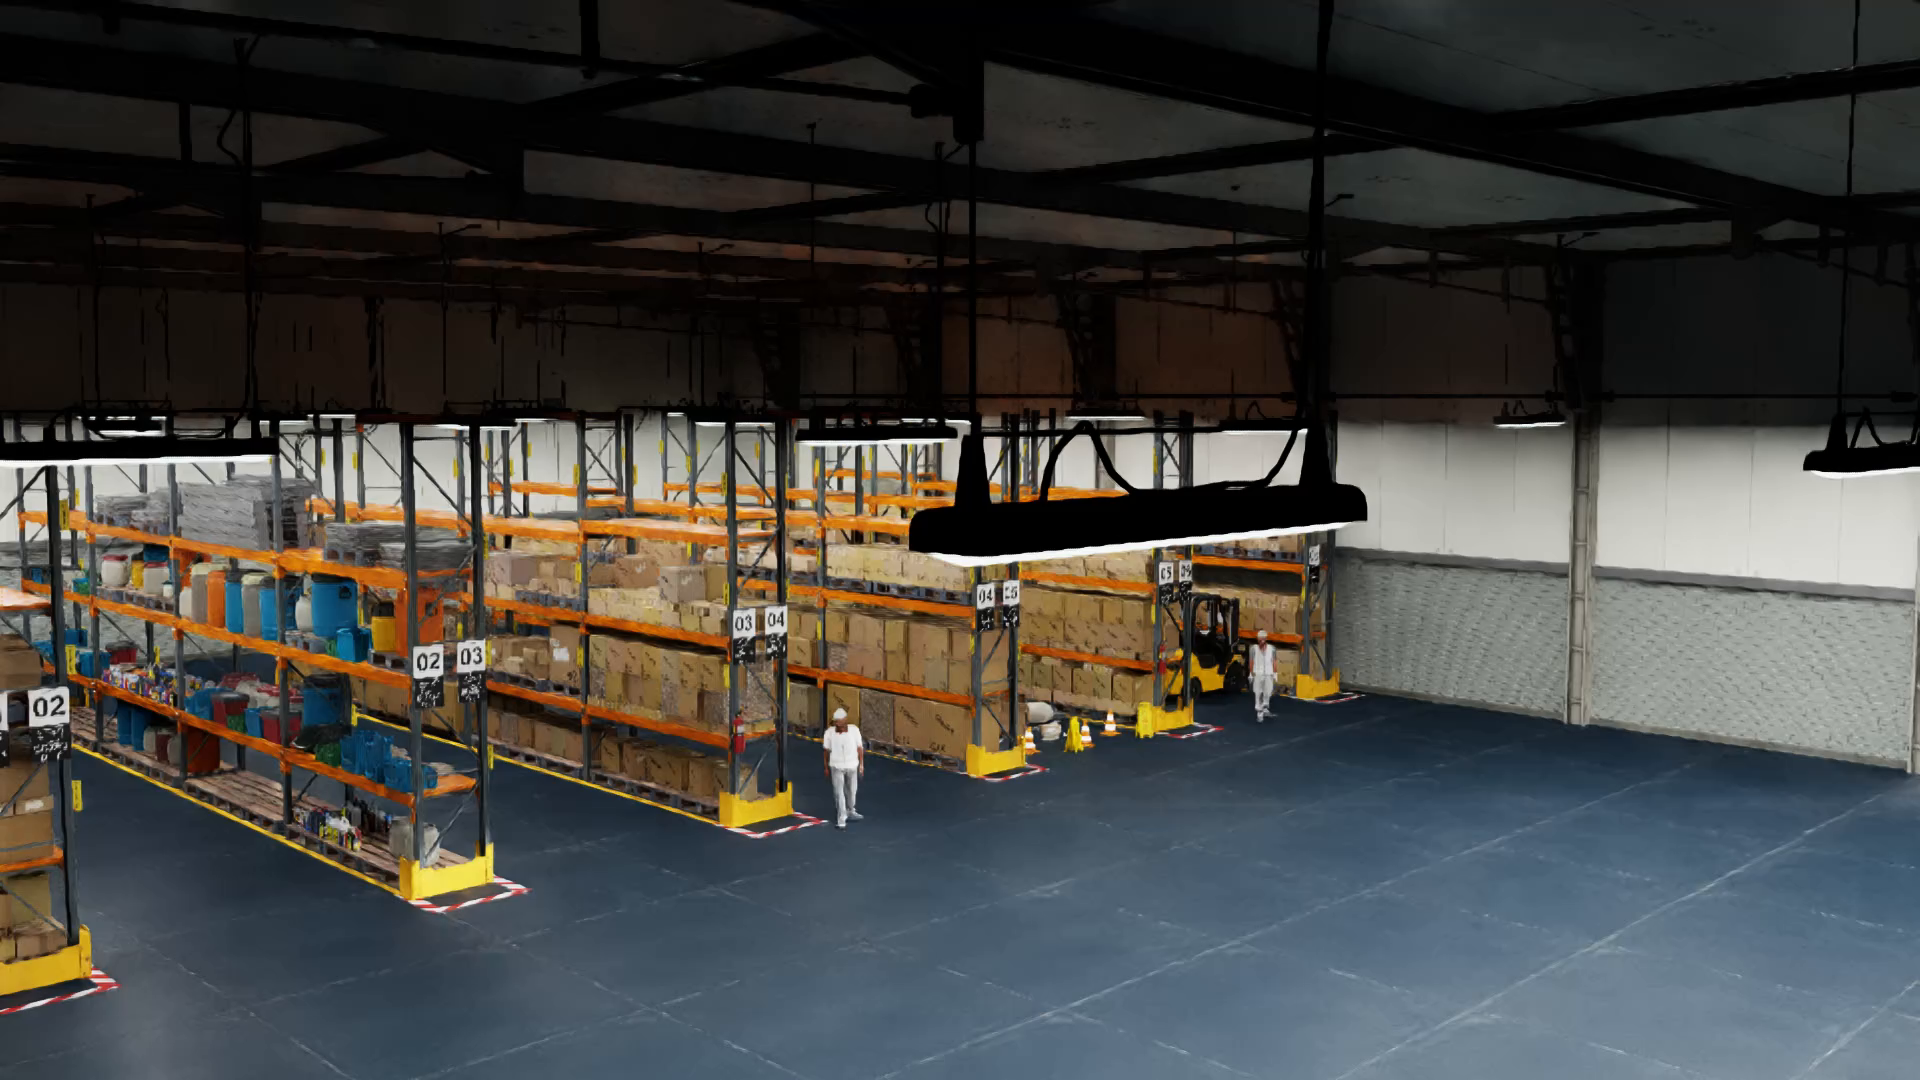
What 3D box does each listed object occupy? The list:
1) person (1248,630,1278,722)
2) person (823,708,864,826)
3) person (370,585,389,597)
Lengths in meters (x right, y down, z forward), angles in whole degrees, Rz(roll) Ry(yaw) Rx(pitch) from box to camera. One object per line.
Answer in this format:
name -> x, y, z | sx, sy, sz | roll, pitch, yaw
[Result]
person -> 5.919, 2.634, 32.477 | 0.569, 1.780, 0.598 | 0, 5, 1
person -> -1.720, 3.328, 24.595 | 0.604, 1.752, 0.569 | -1, 5, -8
person -> -14.357, 1.877, 41.209 | 0.617, 1.771, 0.676 | 1, 5, 10
